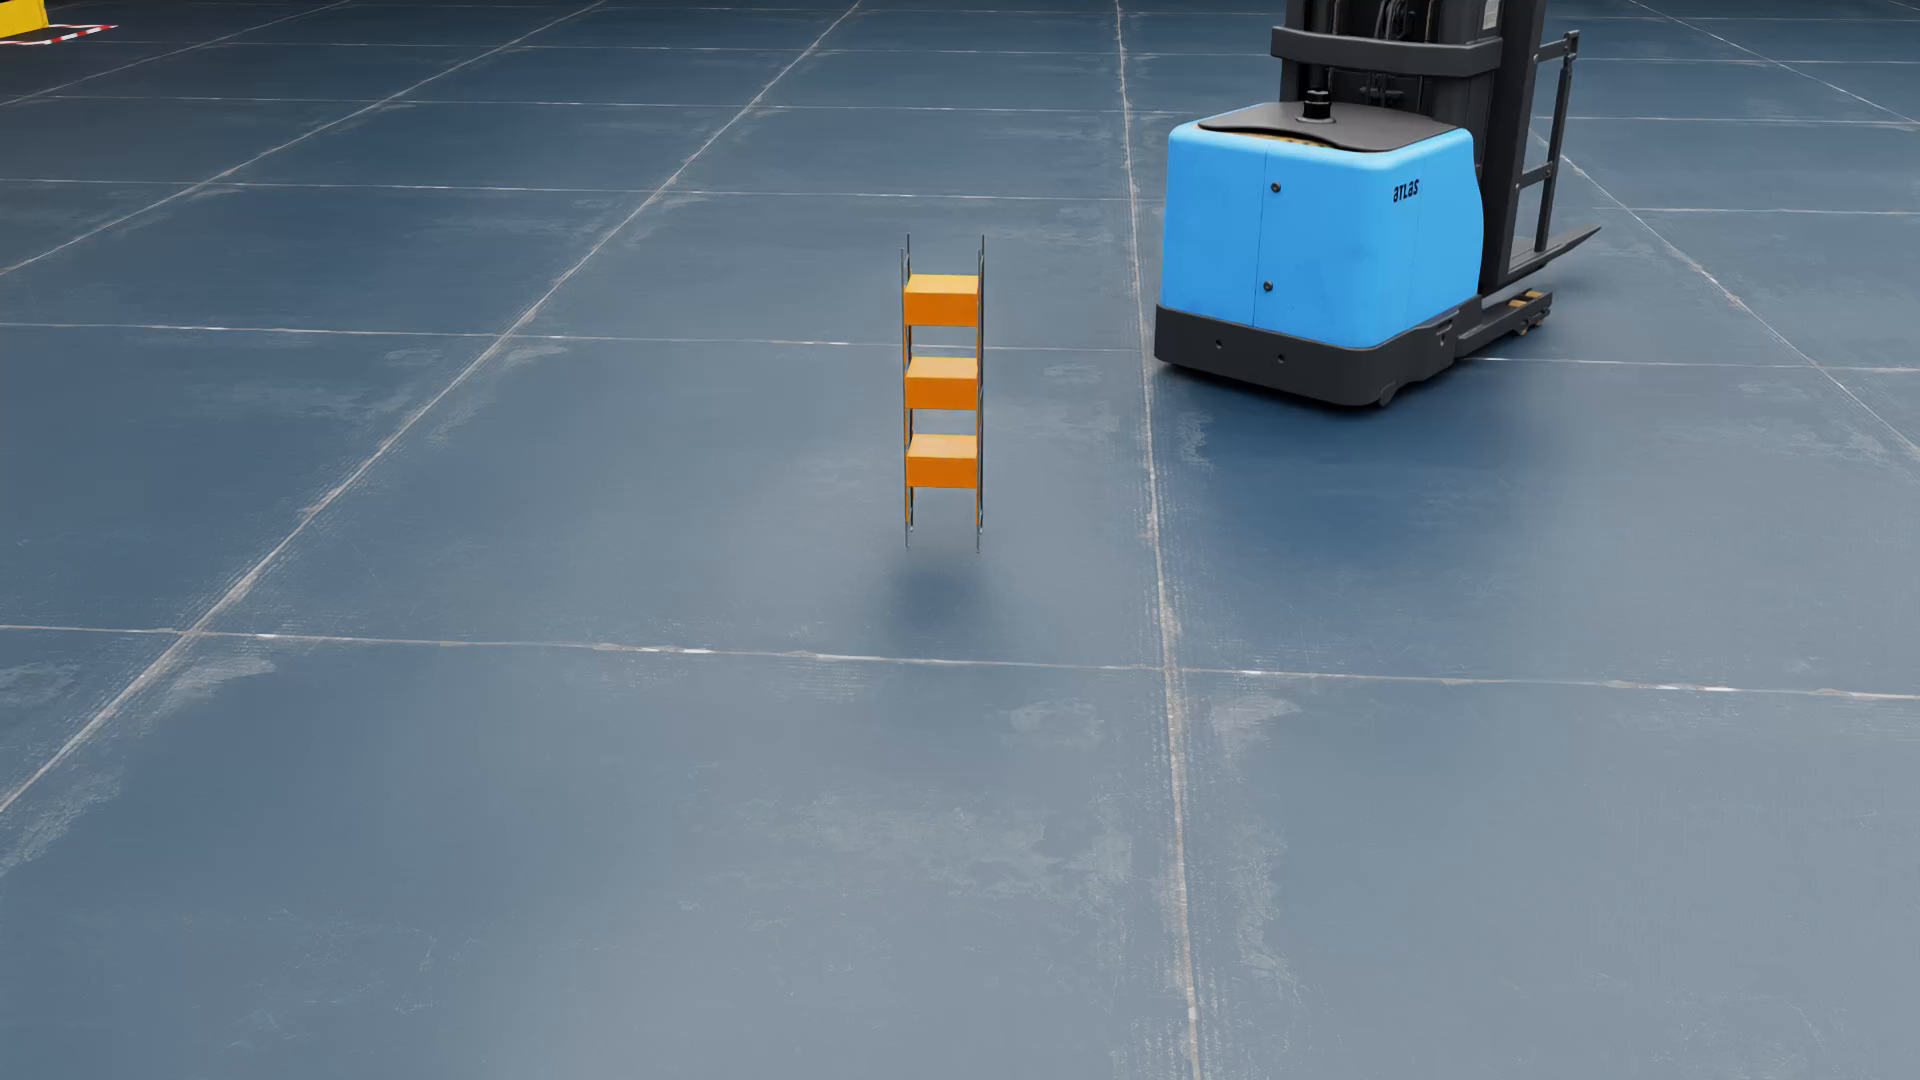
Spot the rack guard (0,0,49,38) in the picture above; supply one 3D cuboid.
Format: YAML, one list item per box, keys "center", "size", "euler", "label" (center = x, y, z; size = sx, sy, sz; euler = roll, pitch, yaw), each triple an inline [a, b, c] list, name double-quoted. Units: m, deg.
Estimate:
- center: [-9.778, -5.398, 16.884]
  size: [0.348, 0.500, 1.175]
  euler: [2, 25, 4]
  label: "rack guard"

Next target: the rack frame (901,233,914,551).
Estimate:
- center: [-0.175, -0.483, 5.543]
  size: [0.008, 1.050, 0.200]
  euler: [2, 25, 4]
  label: "rack frame"

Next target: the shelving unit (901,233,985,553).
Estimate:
- center: [-0.053, -0.479, 5.534]
  size: [0.252, 1.050, 0.215]
  euler: [2, 25, 4]
  label: "shelving unit"

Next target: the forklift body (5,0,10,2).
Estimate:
- center: [-11.356, -7.515, 19.509]
  size: [1.214, 2.155, 2.313]
  euler: [2, 25, 4]
  label: "forklift body"

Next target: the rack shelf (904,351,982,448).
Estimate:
- center: [-0.053, -0.469, 5.539]
  size: [0.240, 0.259, 0.215]
  euler: [2, 25, 4]
  label: "rack shelf"

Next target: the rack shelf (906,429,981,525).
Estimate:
- center: [-0.053, -0.217, 5.655]
  size: [0.240, 0.259, 0.215]
  euler: [2, 25, 4]
  label: "rack shelf"

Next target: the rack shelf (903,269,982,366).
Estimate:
- center: [-0.053, -0.727, 5.420]
  size: [0.240, 0.259, 0.215]
  euler: [2, 25, 4]
  label: "rack shelf"

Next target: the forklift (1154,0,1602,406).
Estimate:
- center: [2.191, -2.417, 7.496]
  size: [1.130, 2.935, 3.031]
  euler: [19, 31, 36]
  label: "forklift"

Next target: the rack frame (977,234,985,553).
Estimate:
- center: [0.068, -0.475, 5.526]
  size: [0.008, 1.050, 0.200]
  euler: [2, 25, 4]
  label: "rack frame"
